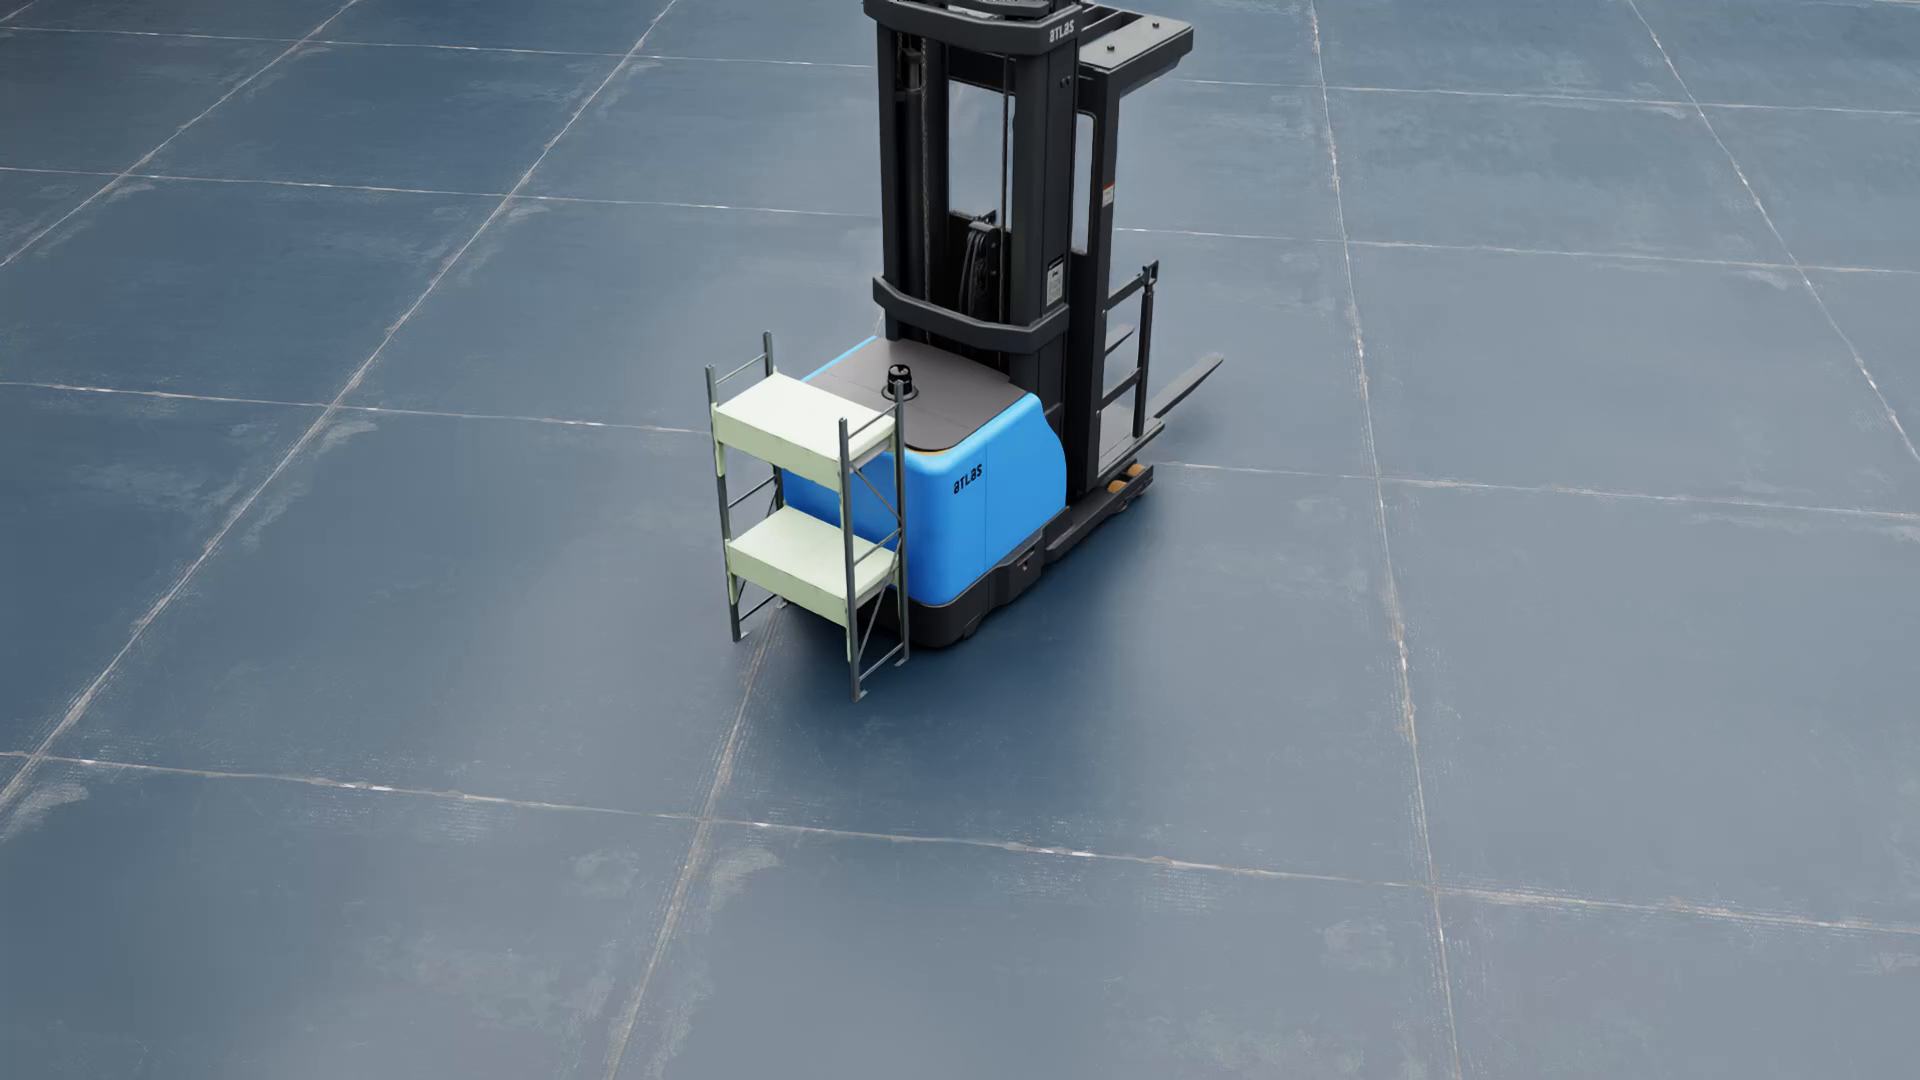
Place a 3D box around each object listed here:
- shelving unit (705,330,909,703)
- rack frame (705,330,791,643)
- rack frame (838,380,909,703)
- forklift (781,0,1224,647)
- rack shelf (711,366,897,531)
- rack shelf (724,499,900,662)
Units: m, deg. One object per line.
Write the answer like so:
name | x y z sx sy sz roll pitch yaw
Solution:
shelving unit | -0.661 -0.090 7.442 0.755 1.500 0.431 23 42 29
rack frame | -0.956 -0.215 7.618 0.023 1.500 0.400 23 42 29
rack frame | -0.366 0.036 7.266 0.023 1.500 0.400 23 42 29
forklift | 0.383 -1.496 8.180 1.130 2.935 3.031 23 42 29
rack shelf | -0.661 -0.407 7.215 0.720 0.370 0.431 23 42 29
rack shelf | -0.661 0.176 7.631 0.720 0.370 0.431 23 42 29
